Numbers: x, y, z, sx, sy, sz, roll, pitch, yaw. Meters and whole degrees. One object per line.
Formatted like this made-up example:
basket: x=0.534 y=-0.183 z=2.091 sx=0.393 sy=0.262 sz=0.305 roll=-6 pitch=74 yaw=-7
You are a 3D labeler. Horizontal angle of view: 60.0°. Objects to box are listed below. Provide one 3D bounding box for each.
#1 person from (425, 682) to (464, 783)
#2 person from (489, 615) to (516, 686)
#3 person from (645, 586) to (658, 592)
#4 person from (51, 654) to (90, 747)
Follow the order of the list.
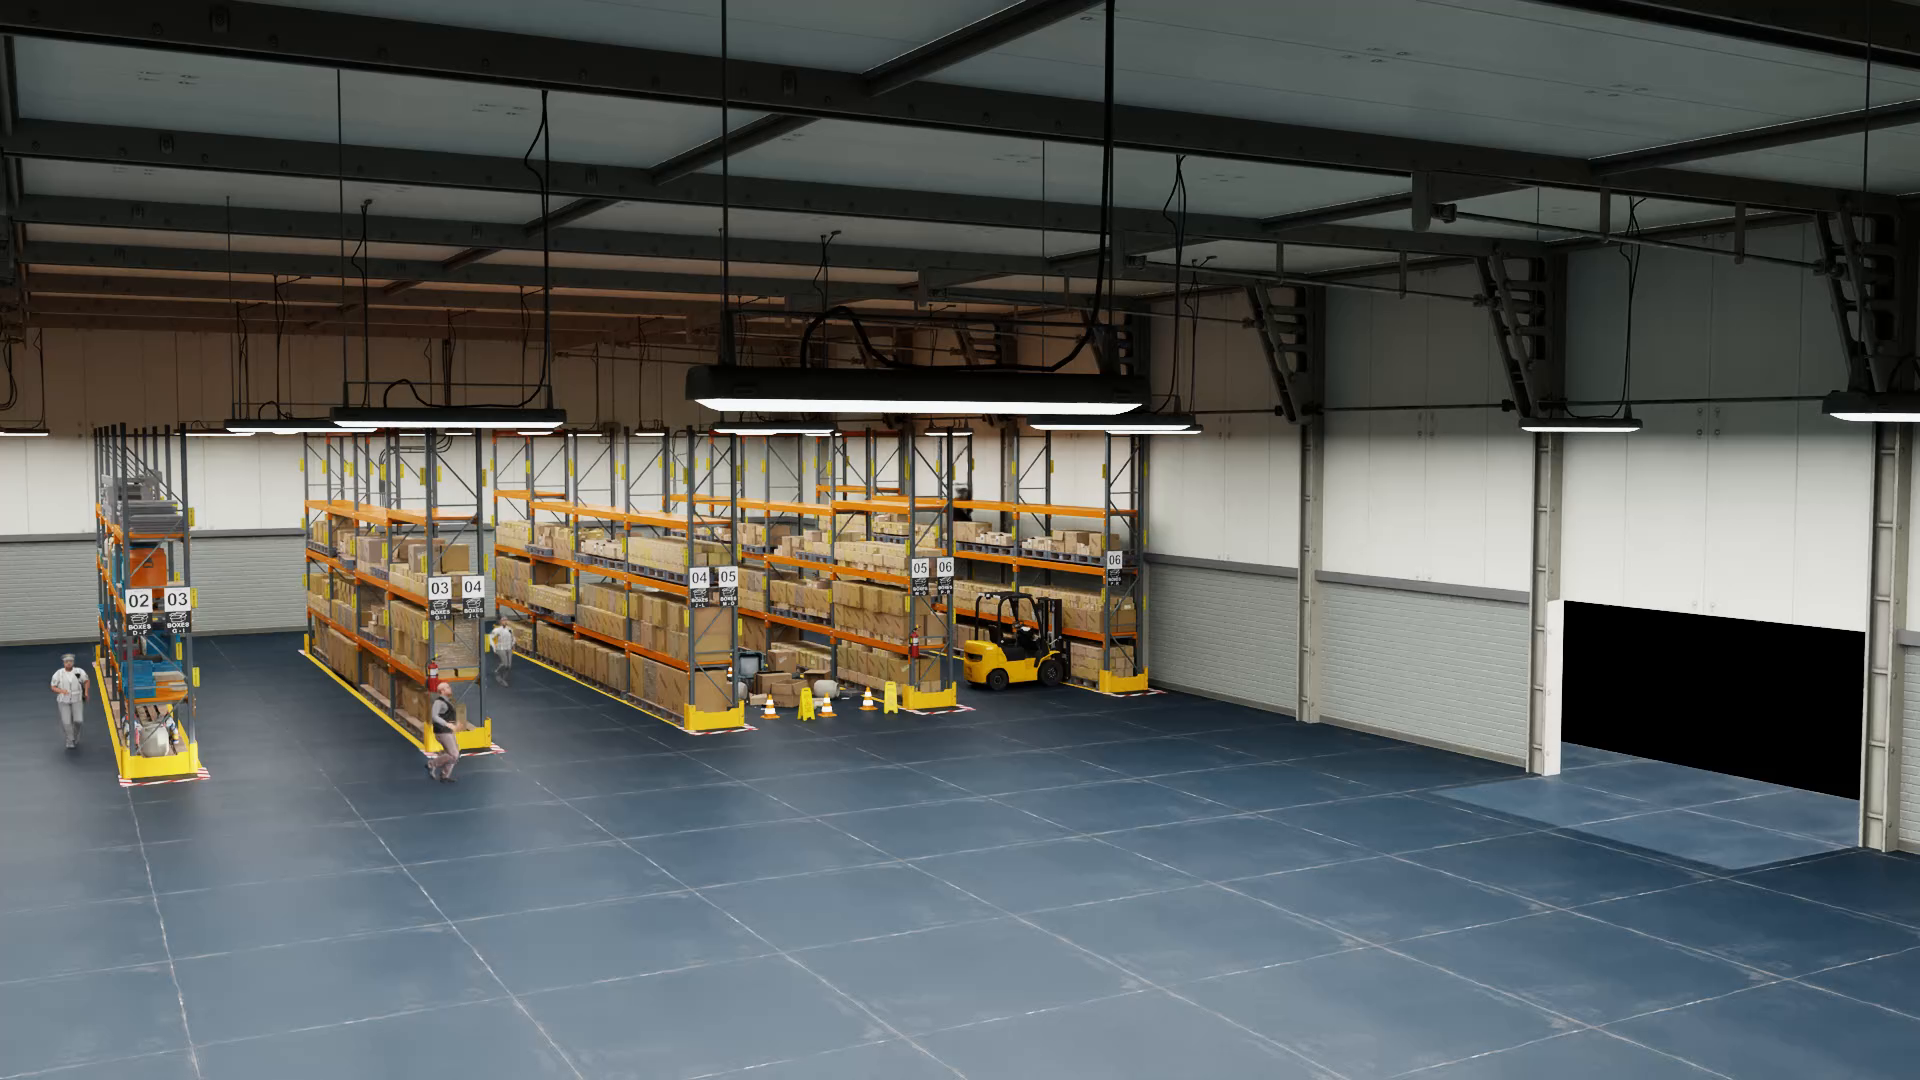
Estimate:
person: x=-8.597 y=3.206 z=27.681 sx=0.580 sy=1.674 sz=0.646 roll=0 pitch=3 yaw=-4
person: x=-10.558 y=2.561 z=38.592 sx=0.603 sy=1.653 sz=0.541 roll=-3 pitch=5 yaw=-44
person: x=-9.380 y=1.836 z=50.563 sx=0.631 sy=1.649 sz=0.617 roll=-2 pitch=4 yaw=-35
person: x=-16.494 y=2.976 z=30.855 sx=0.651 sy=1.743 sz=0.607 roll=-2 pitch=4 yaw=-29
